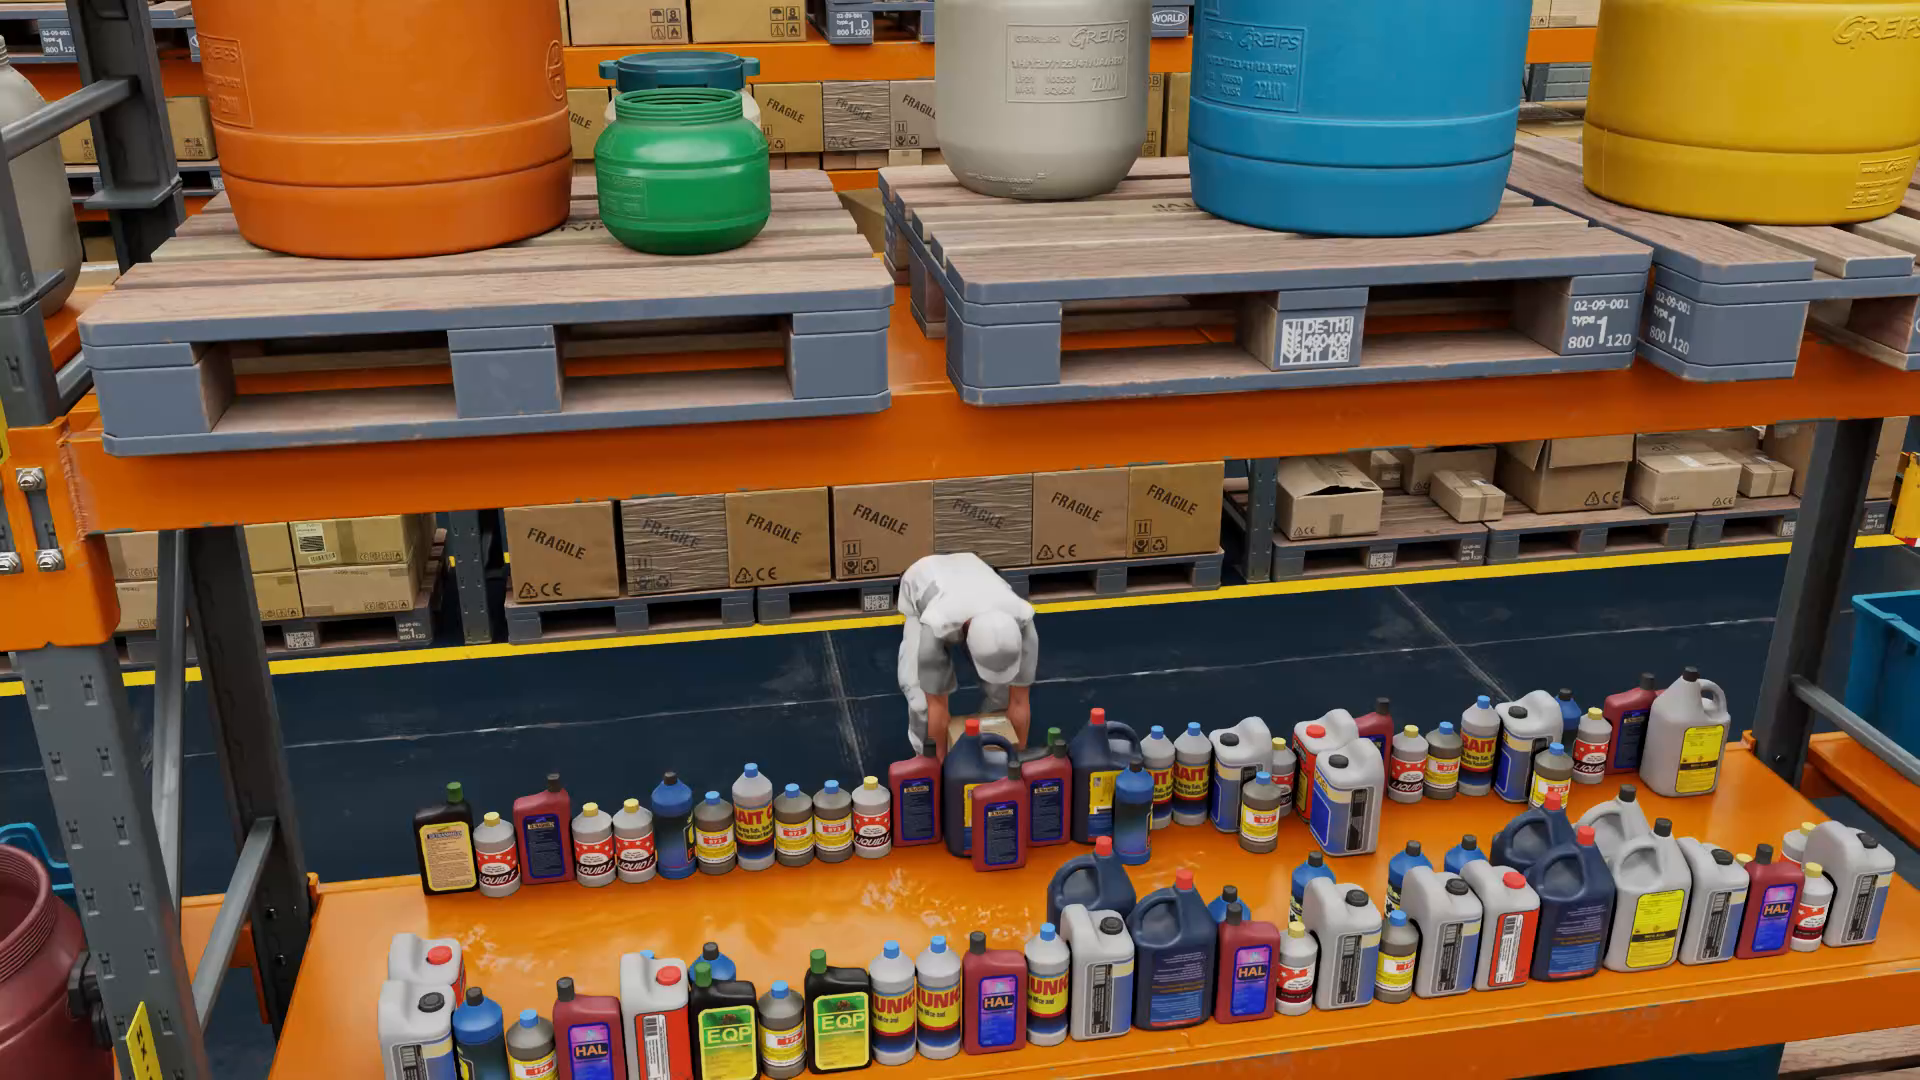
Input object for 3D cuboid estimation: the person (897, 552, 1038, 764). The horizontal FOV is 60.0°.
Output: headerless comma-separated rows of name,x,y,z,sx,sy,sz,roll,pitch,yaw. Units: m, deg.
person,0.030,0.601,6.611,0.517,1.039,0.958,-5,24,-12
